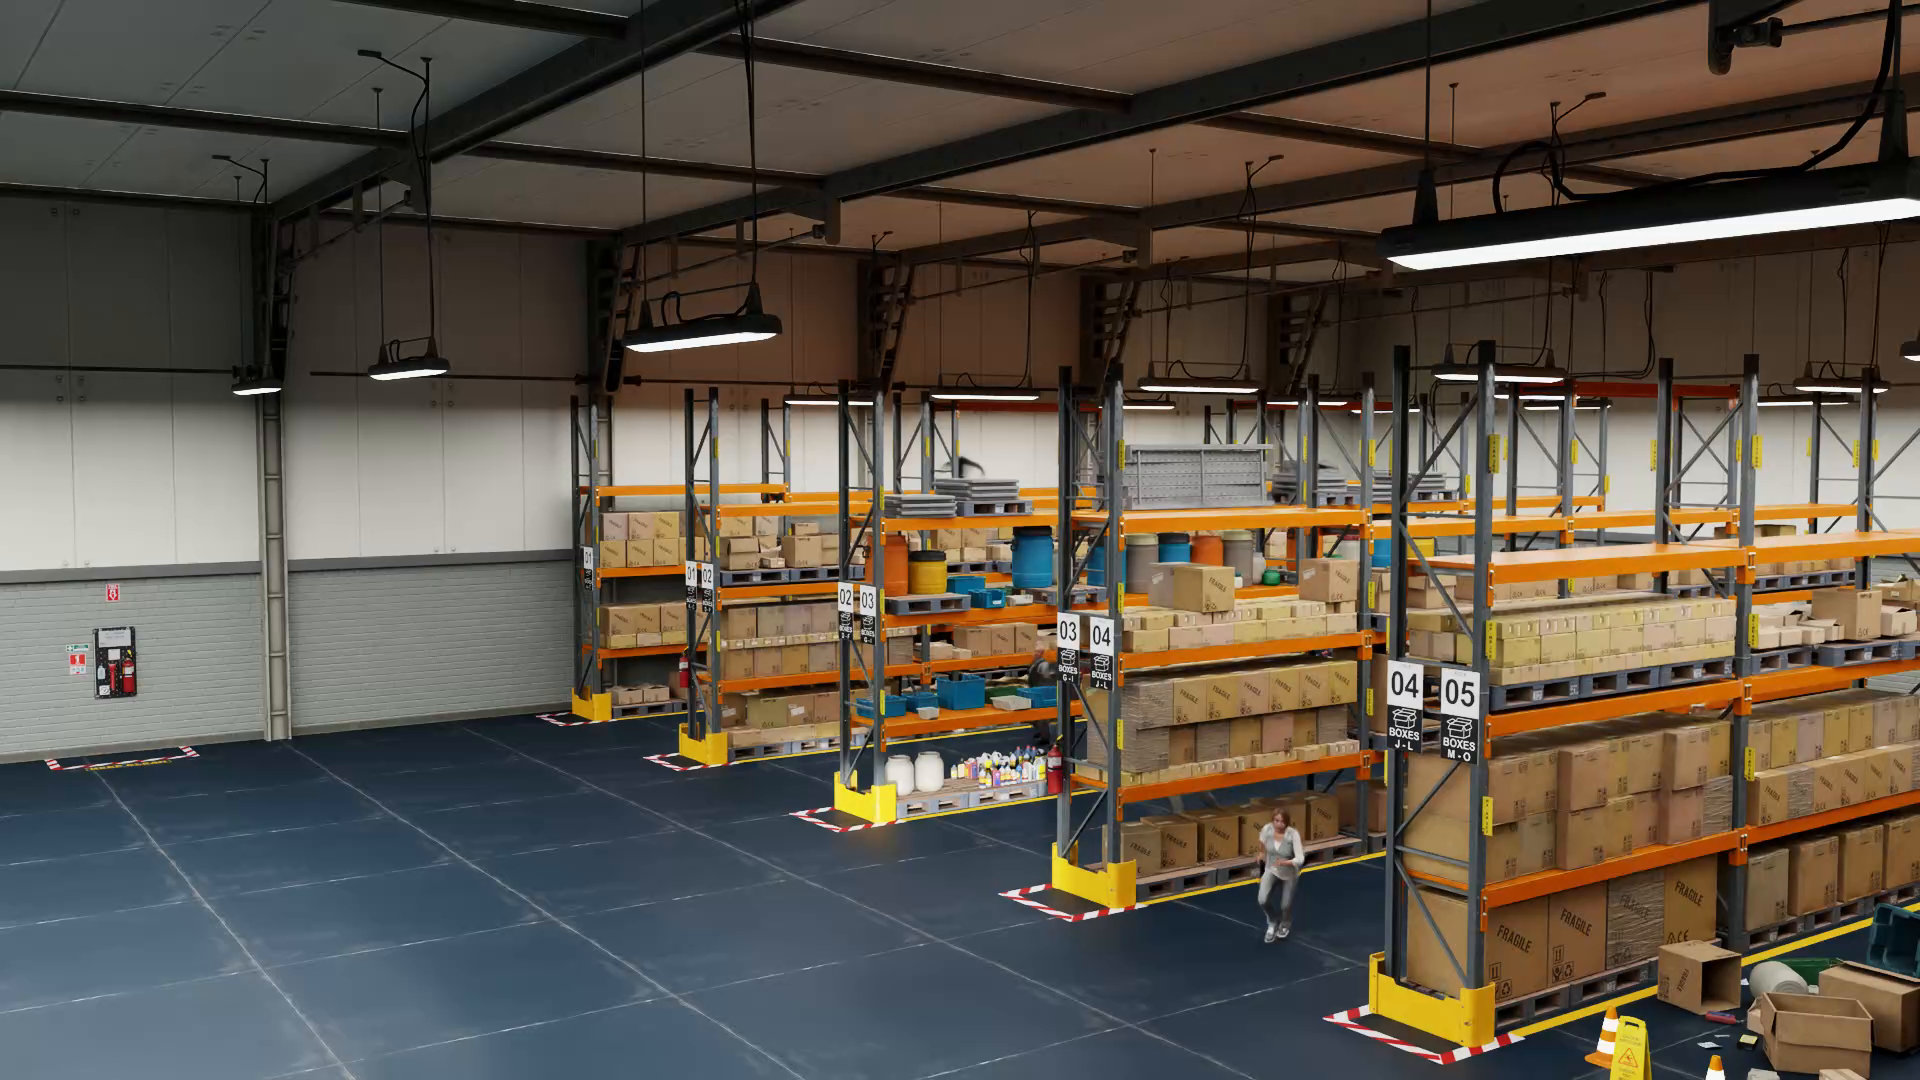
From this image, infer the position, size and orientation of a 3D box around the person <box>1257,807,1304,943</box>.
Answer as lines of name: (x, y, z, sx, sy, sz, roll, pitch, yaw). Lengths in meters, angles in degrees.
person: (3.253, 3.414, 16.891, 0.544, 1.425, 0.932, 1, 4, 21)

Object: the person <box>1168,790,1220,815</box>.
person: (3.114, 3.077, 22.120, 0.997, 1.506, 0.585, -2, 4, -30)

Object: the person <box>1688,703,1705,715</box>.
person: (10.007, 2.937, 22.407, 0.757, 1.724, 0.638, -1, 4, -19)

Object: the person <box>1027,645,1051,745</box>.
person: (1.276, 2.625, 28.151, 0.651, 1.711, 0.692, -2, 4, -27)
